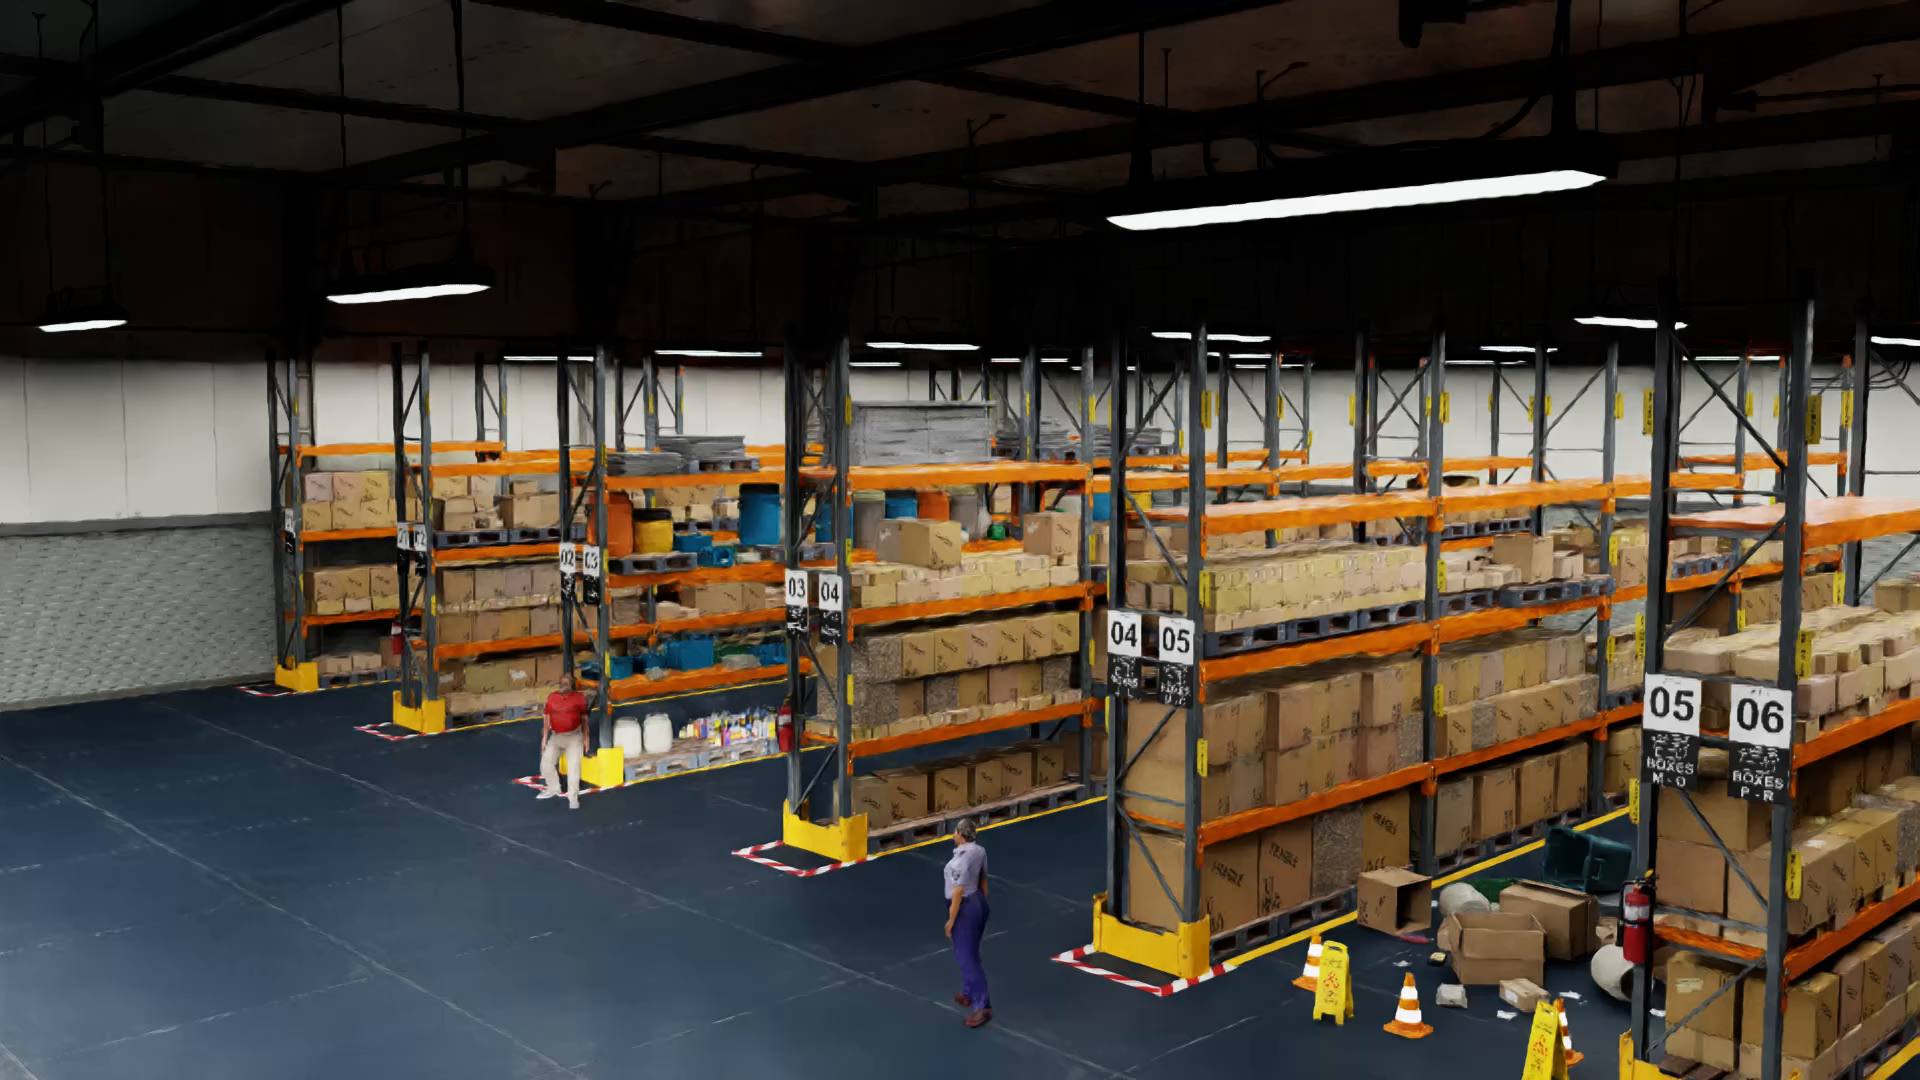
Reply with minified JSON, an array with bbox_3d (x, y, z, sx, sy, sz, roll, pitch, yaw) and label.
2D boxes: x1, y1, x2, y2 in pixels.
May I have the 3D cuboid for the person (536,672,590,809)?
[{"bbox_3d":[-5.035,2.499,20.925,0.736,1.719,0.545,1,5,6],"label":"person"}]

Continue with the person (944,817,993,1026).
[{"bbox_3d":[0.080,3.155,13.901,0.475,1.644,0.686,2,5,19],"label":"person"}]
